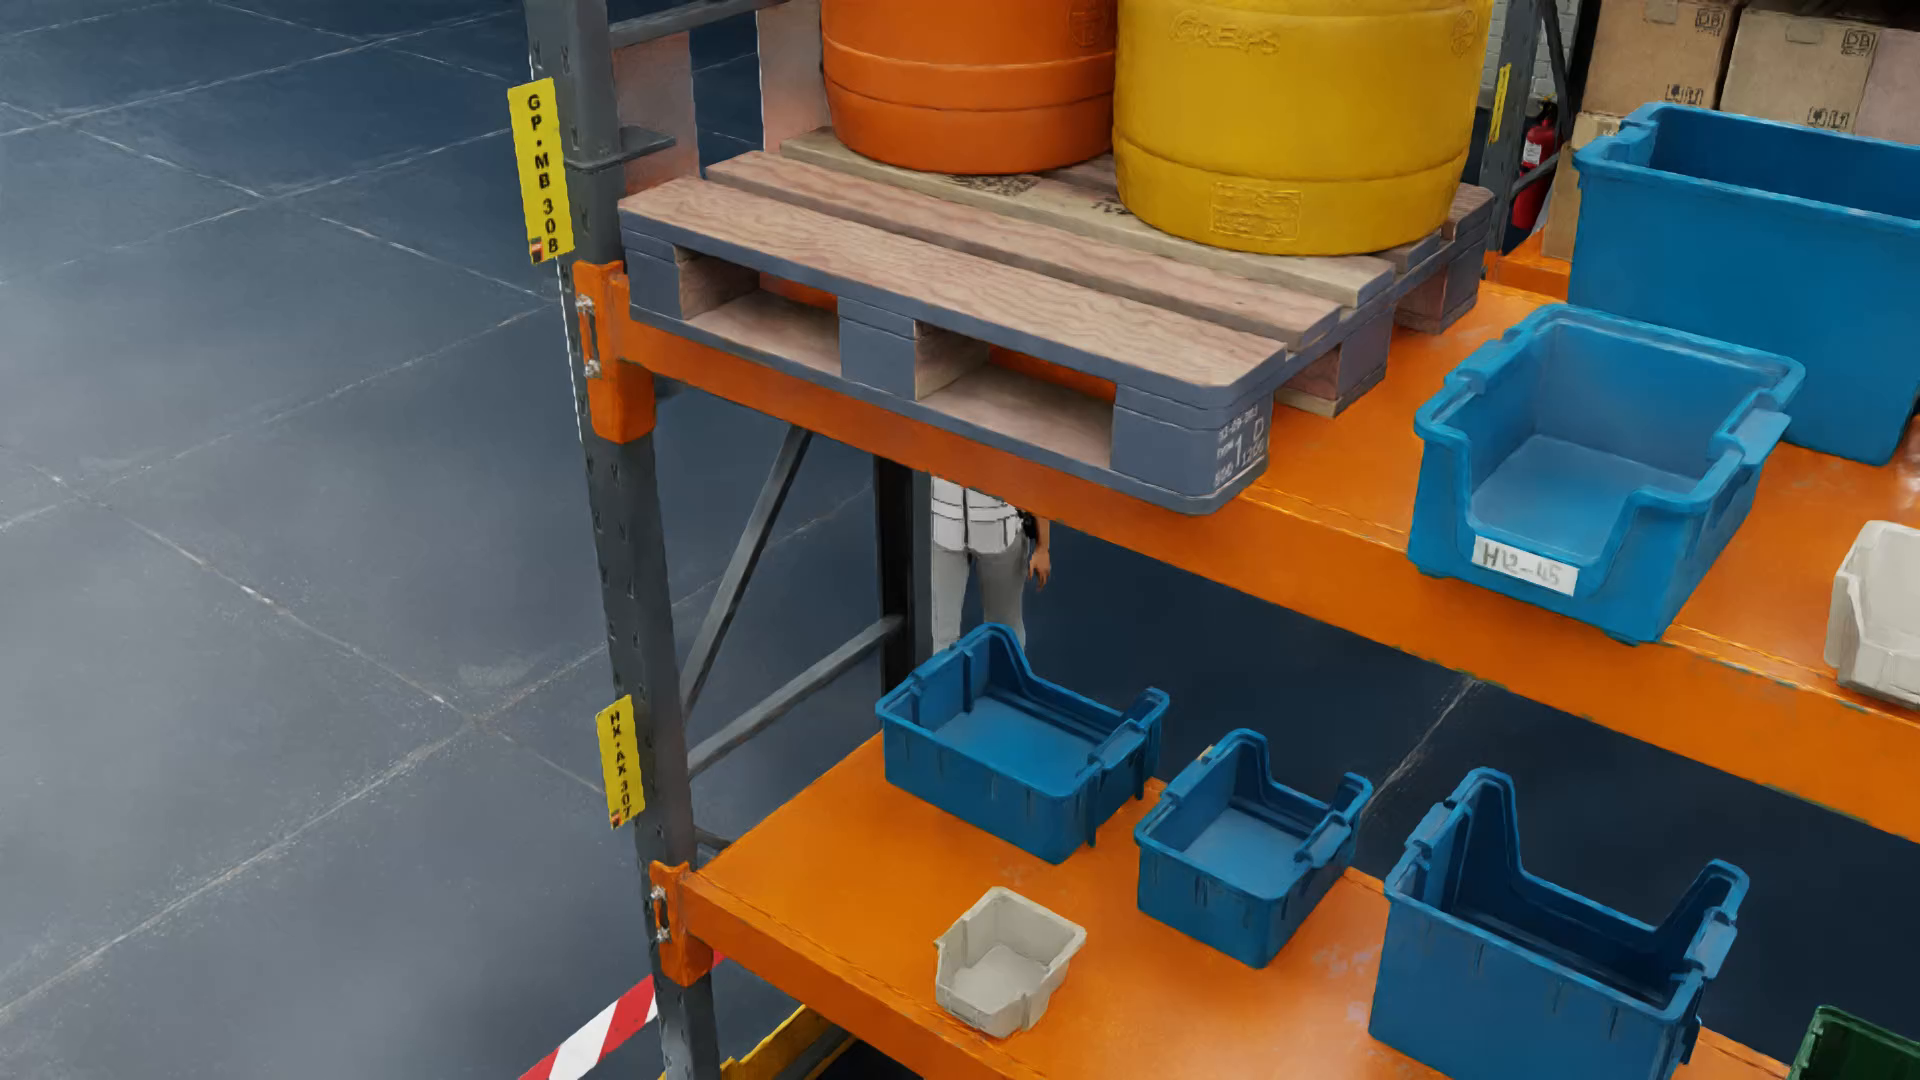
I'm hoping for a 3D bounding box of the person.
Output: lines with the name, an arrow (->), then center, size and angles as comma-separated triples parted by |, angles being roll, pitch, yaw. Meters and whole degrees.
person -> 0.047, 0.035, 6.062 | 0.569, 1.666, 0.593 | 4, 31, 7
